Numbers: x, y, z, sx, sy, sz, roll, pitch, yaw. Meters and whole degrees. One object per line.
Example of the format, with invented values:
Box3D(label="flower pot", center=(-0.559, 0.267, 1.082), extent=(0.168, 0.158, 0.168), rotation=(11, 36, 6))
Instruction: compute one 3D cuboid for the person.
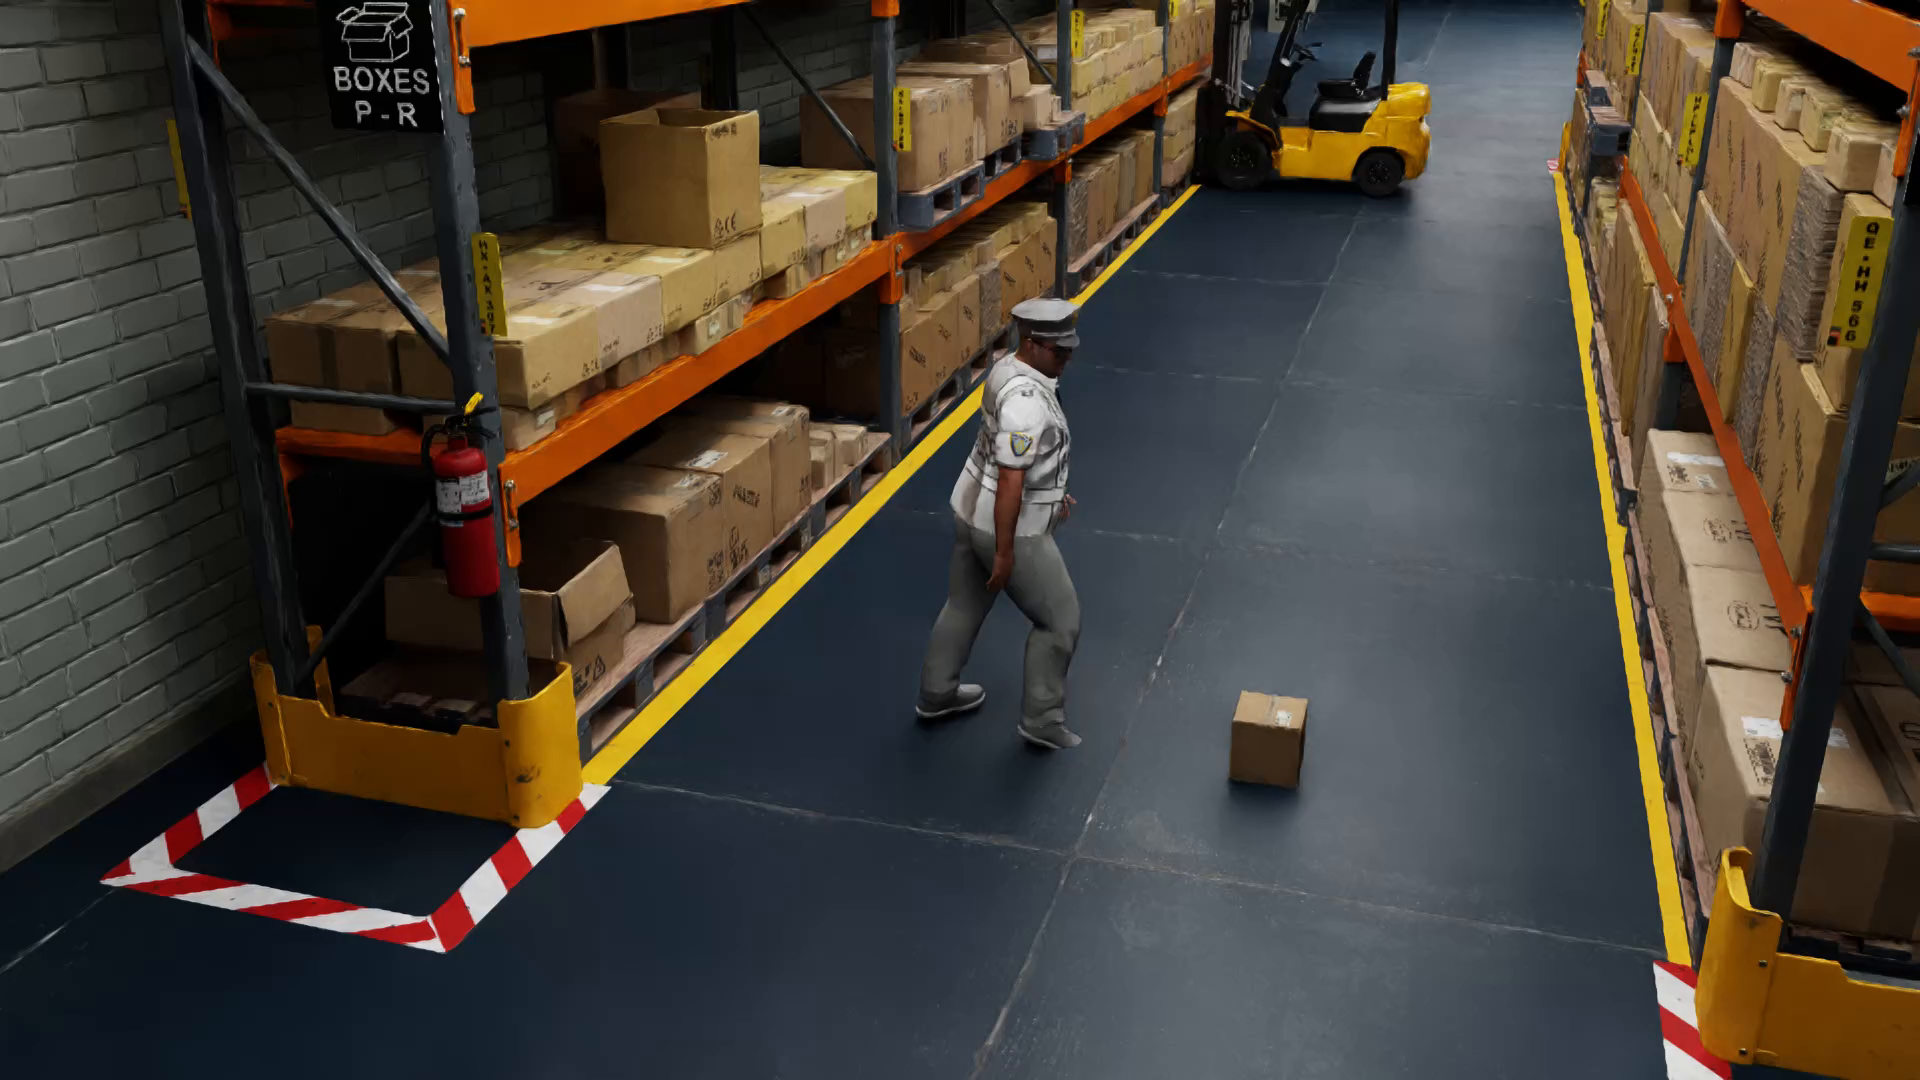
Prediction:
Box3D(label="person", center=(0.196, -0.032, 6.279), extent=(0.681, 1.793, 0.583), rotation=(-7, 23, -17))
